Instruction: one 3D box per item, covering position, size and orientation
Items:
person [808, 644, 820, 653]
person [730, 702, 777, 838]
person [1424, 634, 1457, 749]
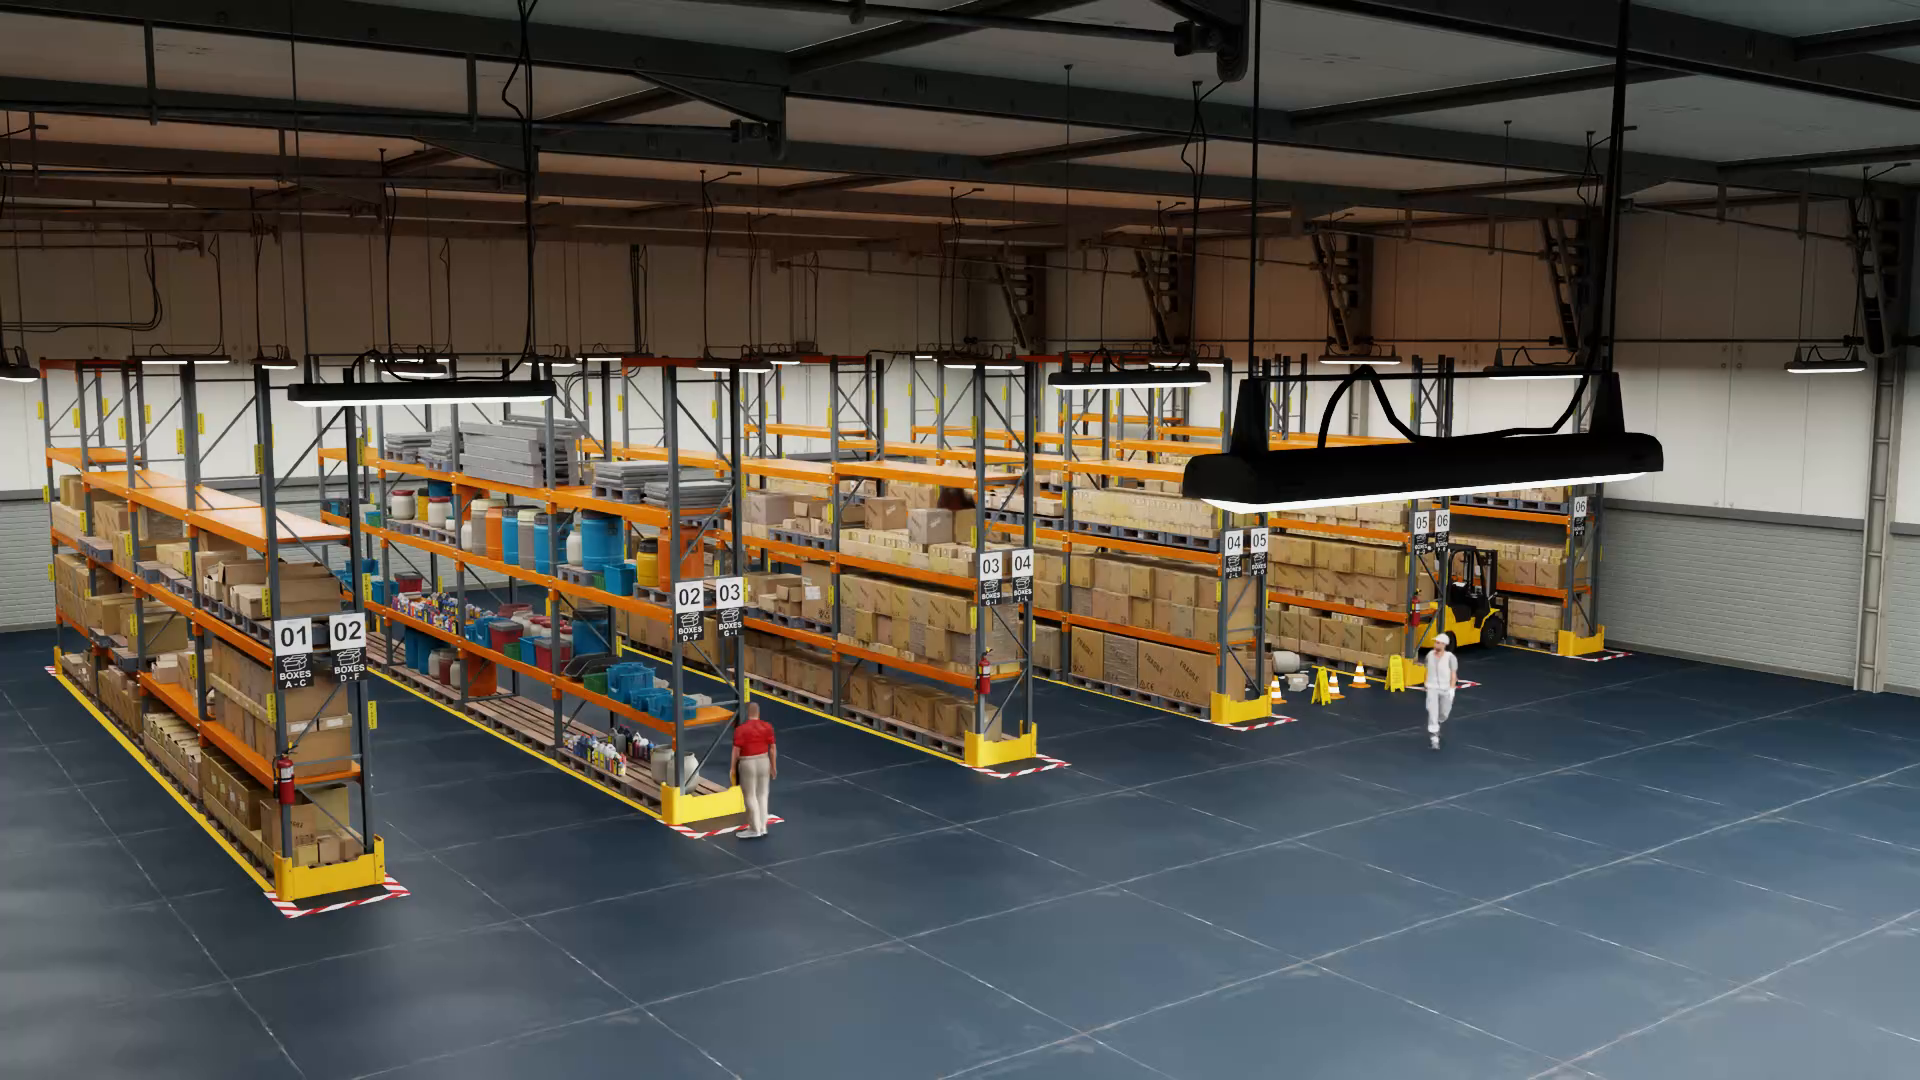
[{"bbox_3d":[-2.822,1.595,32.538,0.575,1.677,1.014,-4,8,-31],"label":"person"},{"bbox_3d":[-2.643,2.978,21.281,0.590,1.661,0.395,-4,8,-27],"label":"person"},{"bbox_3d":[7.499,2.336,26.032,0.481,1.765,0.981,0,7,3],"label":"person"}]
